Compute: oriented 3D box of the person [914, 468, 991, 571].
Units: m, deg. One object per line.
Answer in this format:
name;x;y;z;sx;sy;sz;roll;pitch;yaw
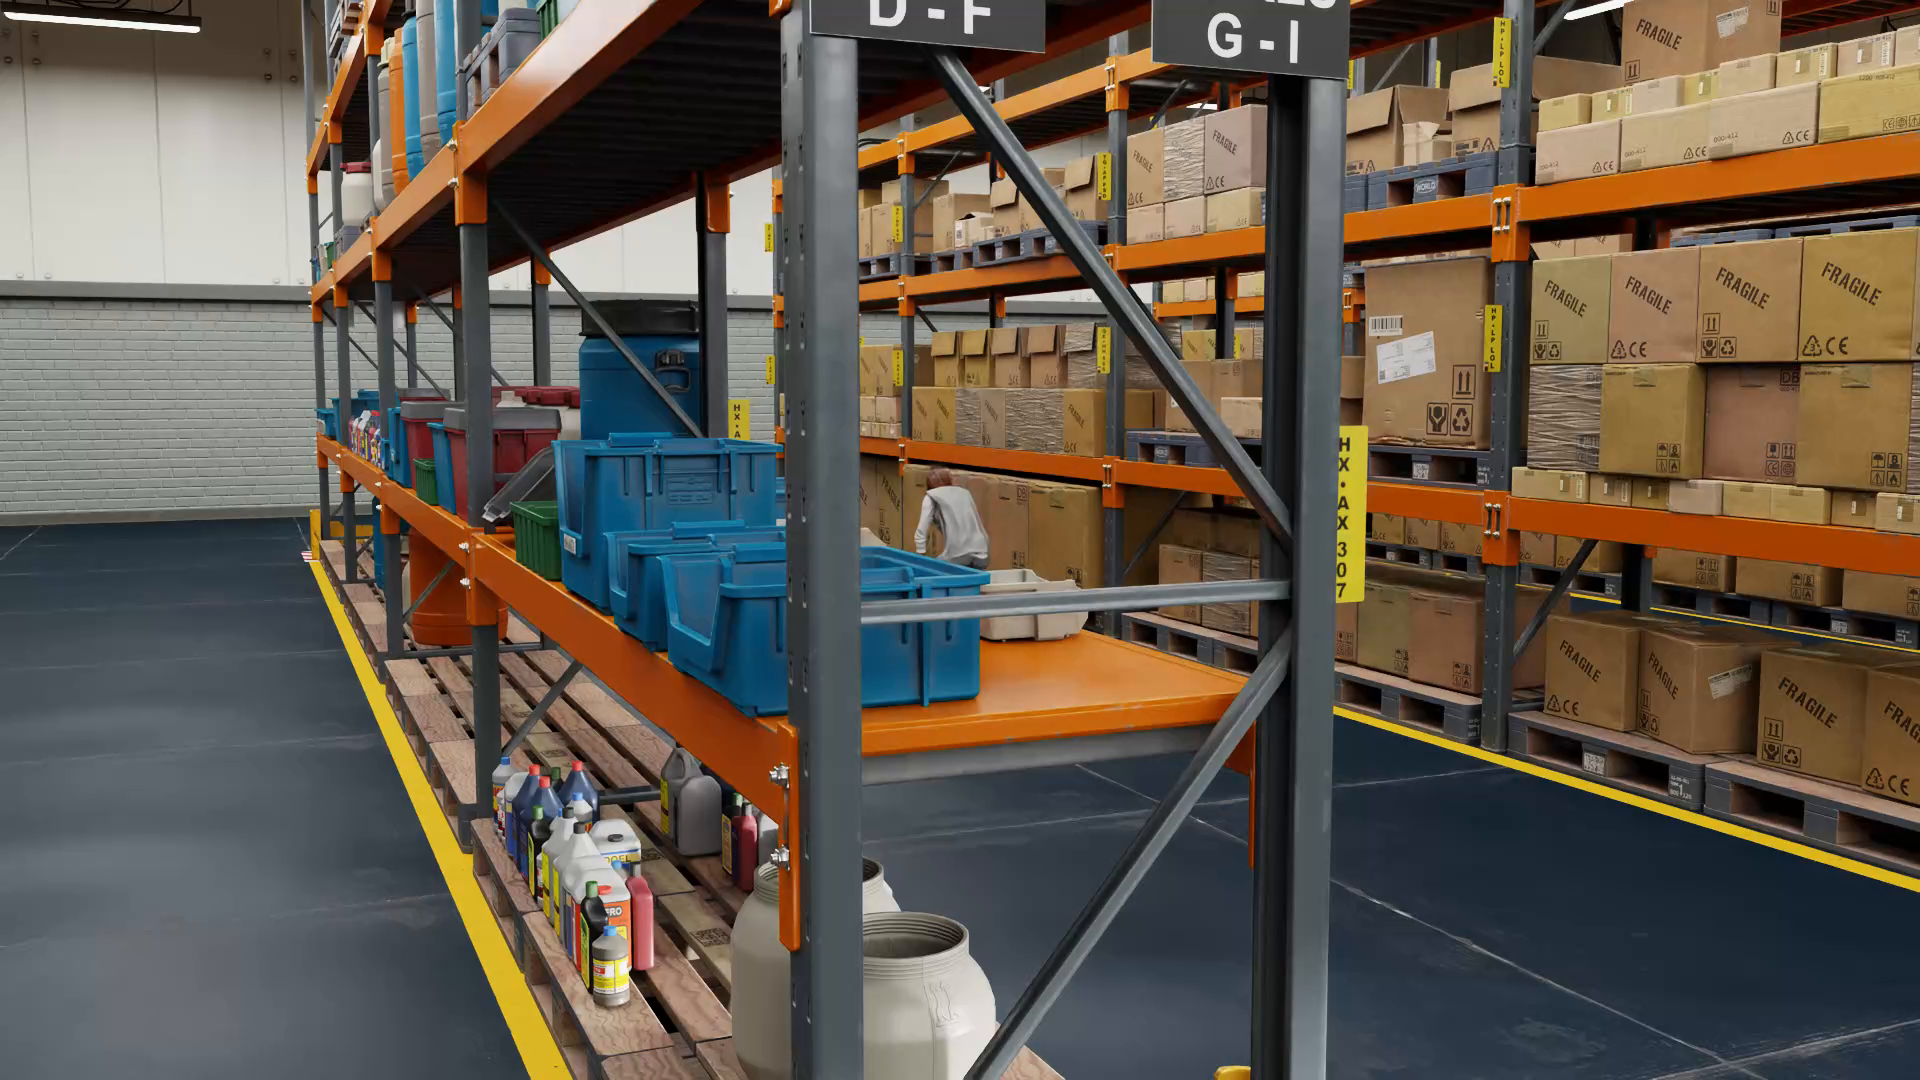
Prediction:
person;-0.061;0.125;11.859;0.462;1.228;0.688;-2;6;-24
